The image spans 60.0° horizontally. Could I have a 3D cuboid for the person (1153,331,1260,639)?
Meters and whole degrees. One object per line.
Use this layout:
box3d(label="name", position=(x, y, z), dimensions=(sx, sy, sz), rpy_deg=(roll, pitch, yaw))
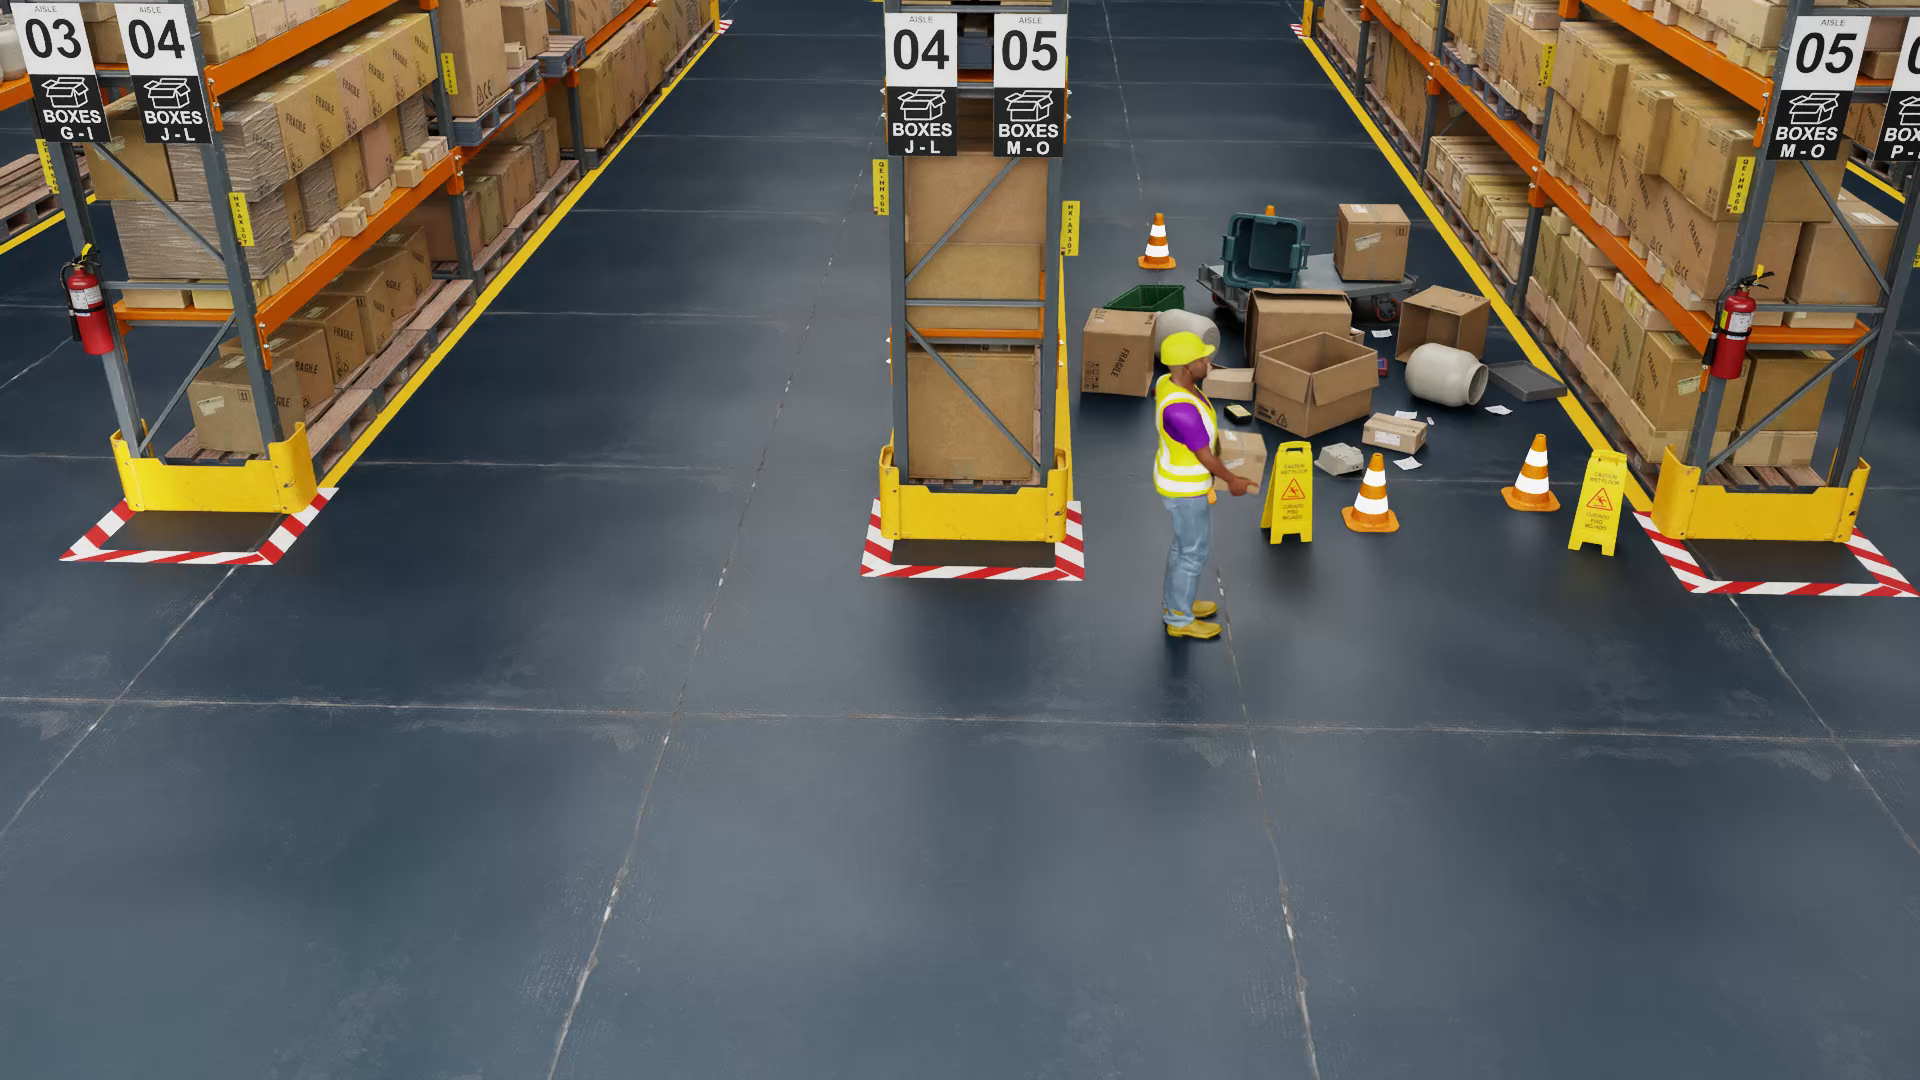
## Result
box3d(label="person", position=(1.339, -0.308, 9.182), dimensions=(0.578, 1.765, 0.514), rpy_deg=(1, 28, 2))
